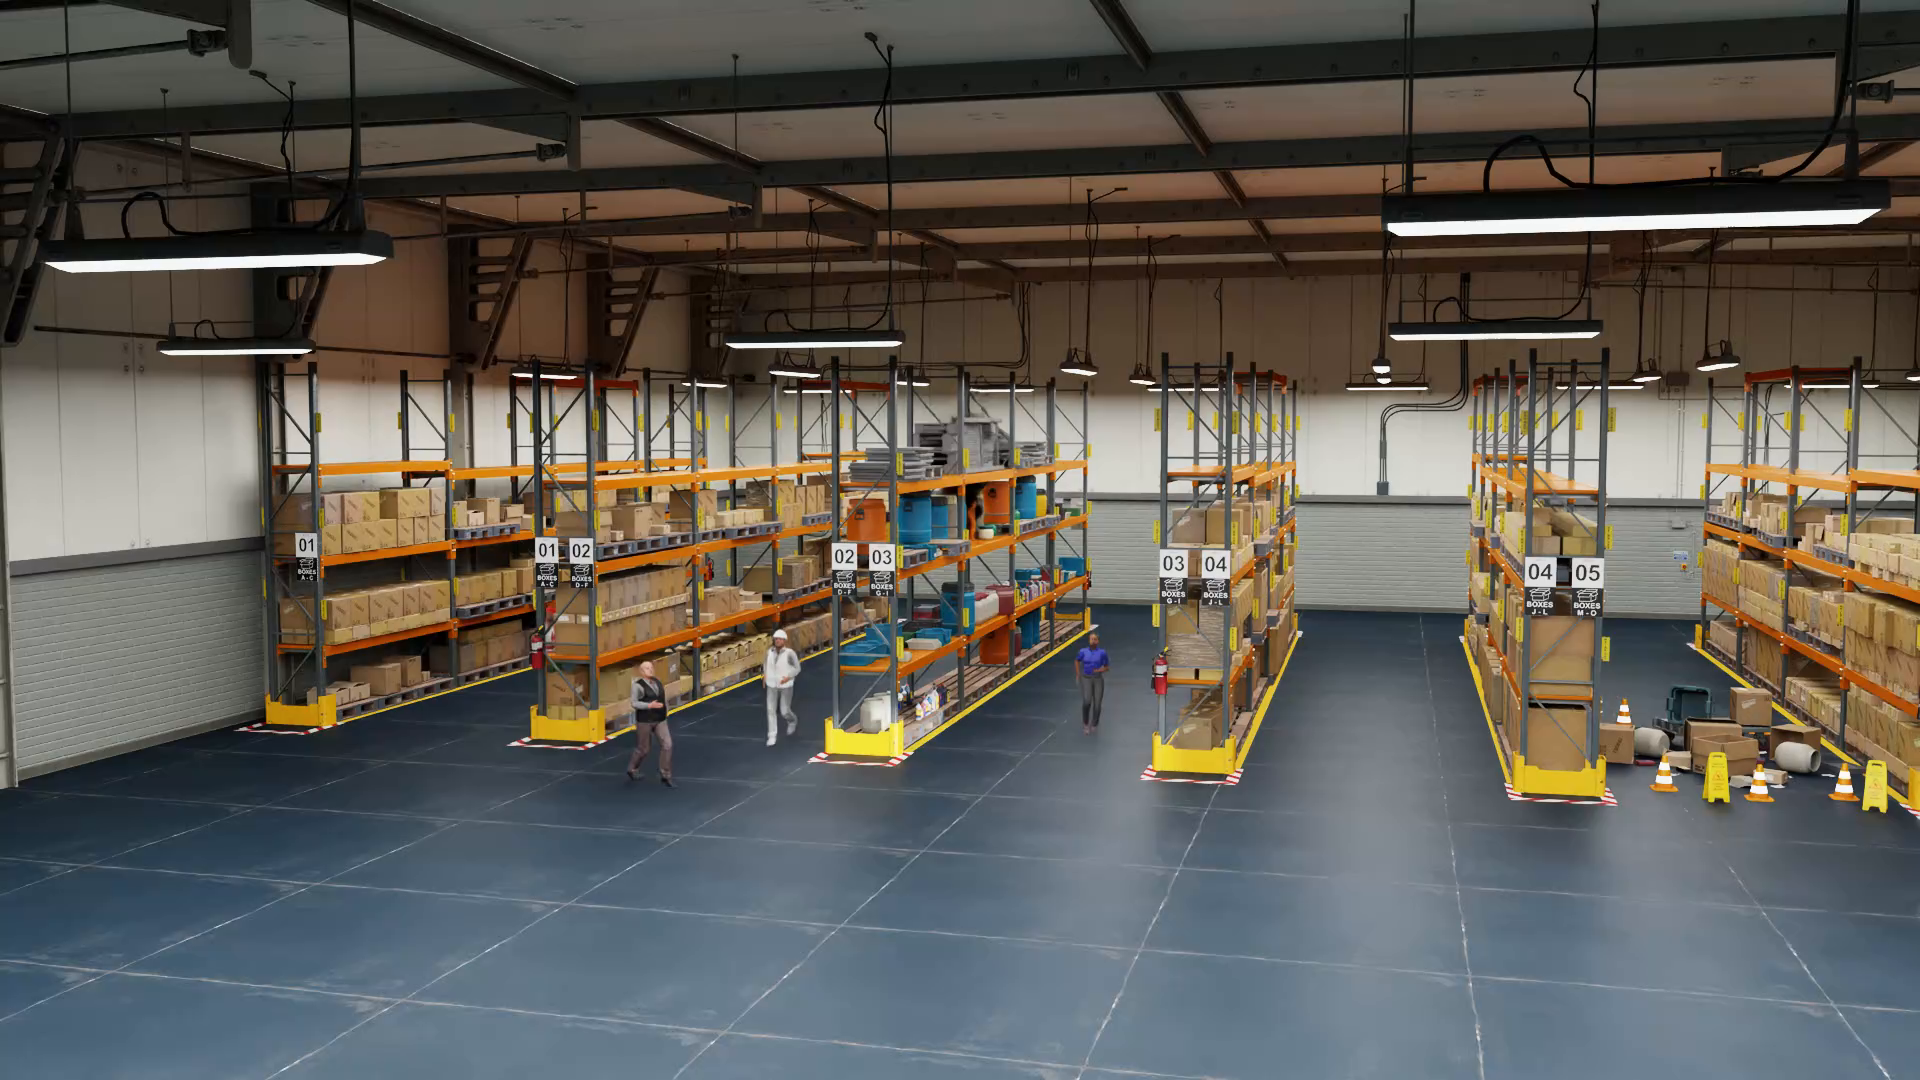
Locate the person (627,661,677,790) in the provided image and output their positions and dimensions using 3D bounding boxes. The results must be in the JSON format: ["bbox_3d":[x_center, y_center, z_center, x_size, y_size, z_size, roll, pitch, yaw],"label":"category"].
[{"bbox_3d":[-4.250,2.540,22.912,0.659,1.747,0.882,-4,6,-44],"label":"person"}]

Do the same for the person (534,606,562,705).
[{"bbox_3d":[-7.141,2.062,28.920,0.650,1.840,0.826,1,4,8],"label":"person"}]

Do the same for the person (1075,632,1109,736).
[{"bbox_3d":[2.110,2.305,26.564,0.546,1.653,0.676,0,4,2],"label":"person"}]

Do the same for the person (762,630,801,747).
[{"bbox_3d":[-2.817,2.293,26.094,0.681,1.780,0.879,1,4,15],"label":"person"}]
